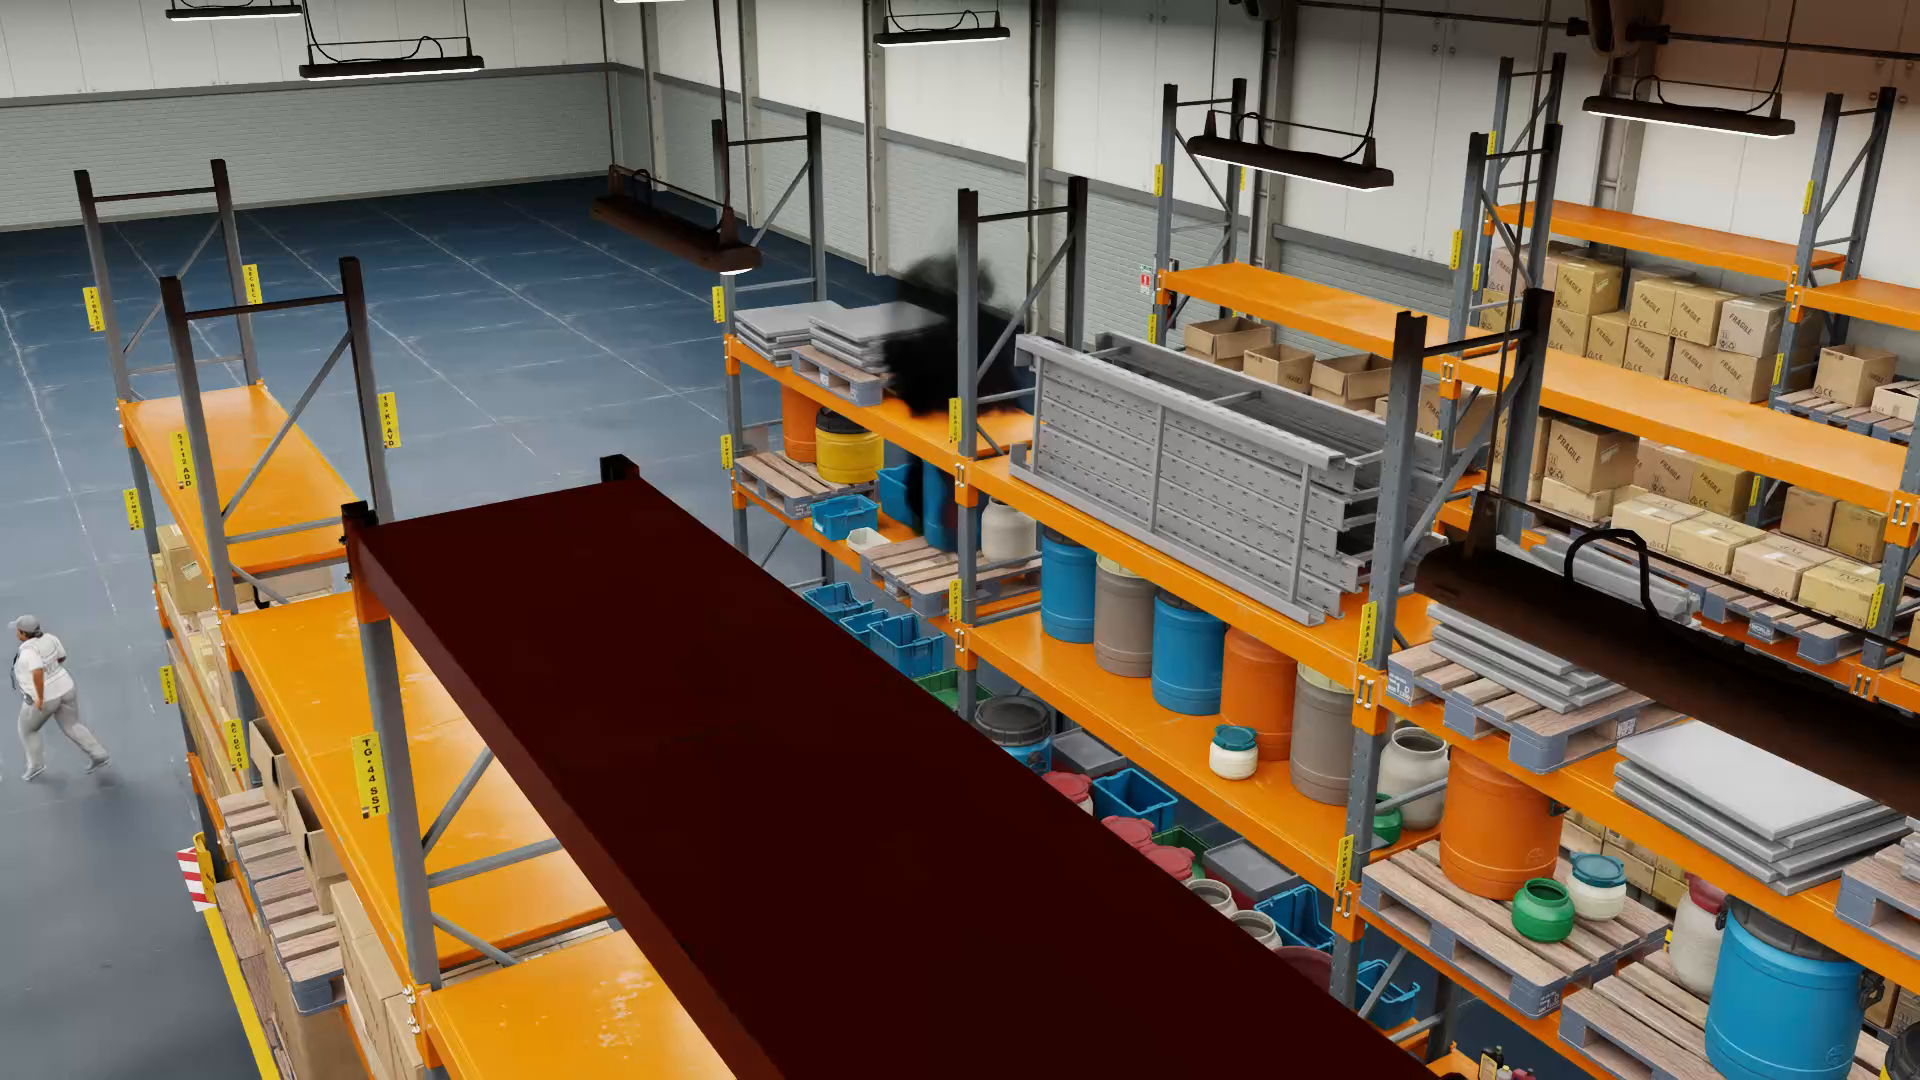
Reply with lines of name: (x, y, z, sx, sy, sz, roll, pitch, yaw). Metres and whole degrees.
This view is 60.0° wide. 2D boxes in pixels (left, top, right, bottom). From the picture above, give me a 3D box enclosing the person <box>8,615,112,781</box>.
person: (-8.462, 1.491, 15.491, 0.905, 1.702, 0.625, 5, 22, 12)
